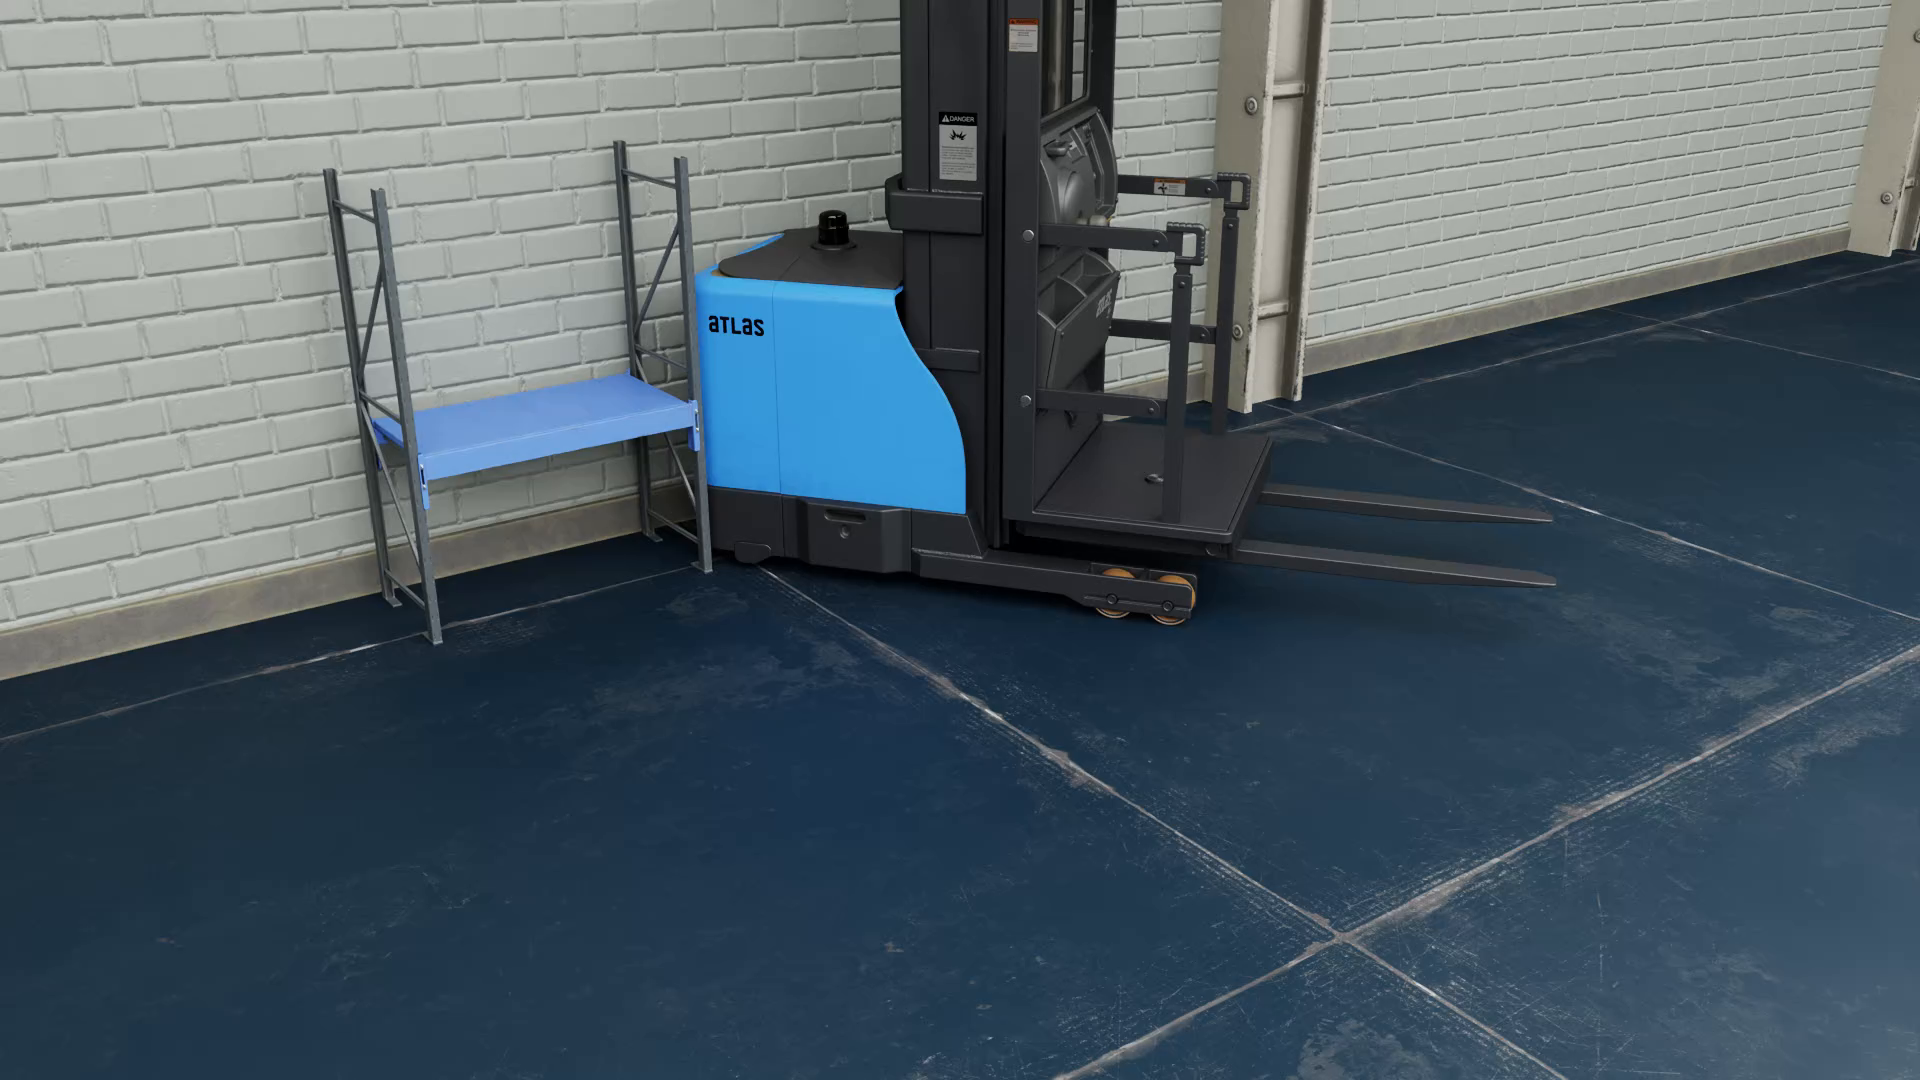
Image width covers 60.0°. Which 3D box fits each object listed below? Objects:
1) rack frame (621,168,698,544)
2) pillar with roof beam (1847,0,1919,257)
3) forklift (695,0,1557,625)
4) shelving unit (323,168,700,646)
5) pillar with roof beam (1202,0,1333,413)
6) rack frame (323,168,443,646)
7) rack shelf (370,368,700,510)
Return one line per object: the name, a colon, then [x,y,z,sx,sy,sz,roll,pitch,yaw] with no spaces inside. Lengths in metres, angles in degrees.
rack frame: [-1.071,-0.650,6.001,0.013,1.308,0.475,-16,27,-34]
pillar with roof beam: [8.805,-4.874,6.468,0.400,9.000,9.100,-15,26,-33]
forklift: [0.601,-1.292,5.679,3.031,2.935,1.130,7,23,16]
shelving unit: [-1.480,-0.535,5.714,1.039,1.500,0.538,-16,27,-34]
pillar with roof beam: [3.934,-3.575,3.213,0.400,9.000,9.100,-15,26,-33]
rack frame: [-1.883,-0.423,5.433,0.032,1.500,0.500,-16,27,-34]
rack shelf: [-1.476,-0.369,5.783,1.000,0.185,0.538,-16,27,-34]
